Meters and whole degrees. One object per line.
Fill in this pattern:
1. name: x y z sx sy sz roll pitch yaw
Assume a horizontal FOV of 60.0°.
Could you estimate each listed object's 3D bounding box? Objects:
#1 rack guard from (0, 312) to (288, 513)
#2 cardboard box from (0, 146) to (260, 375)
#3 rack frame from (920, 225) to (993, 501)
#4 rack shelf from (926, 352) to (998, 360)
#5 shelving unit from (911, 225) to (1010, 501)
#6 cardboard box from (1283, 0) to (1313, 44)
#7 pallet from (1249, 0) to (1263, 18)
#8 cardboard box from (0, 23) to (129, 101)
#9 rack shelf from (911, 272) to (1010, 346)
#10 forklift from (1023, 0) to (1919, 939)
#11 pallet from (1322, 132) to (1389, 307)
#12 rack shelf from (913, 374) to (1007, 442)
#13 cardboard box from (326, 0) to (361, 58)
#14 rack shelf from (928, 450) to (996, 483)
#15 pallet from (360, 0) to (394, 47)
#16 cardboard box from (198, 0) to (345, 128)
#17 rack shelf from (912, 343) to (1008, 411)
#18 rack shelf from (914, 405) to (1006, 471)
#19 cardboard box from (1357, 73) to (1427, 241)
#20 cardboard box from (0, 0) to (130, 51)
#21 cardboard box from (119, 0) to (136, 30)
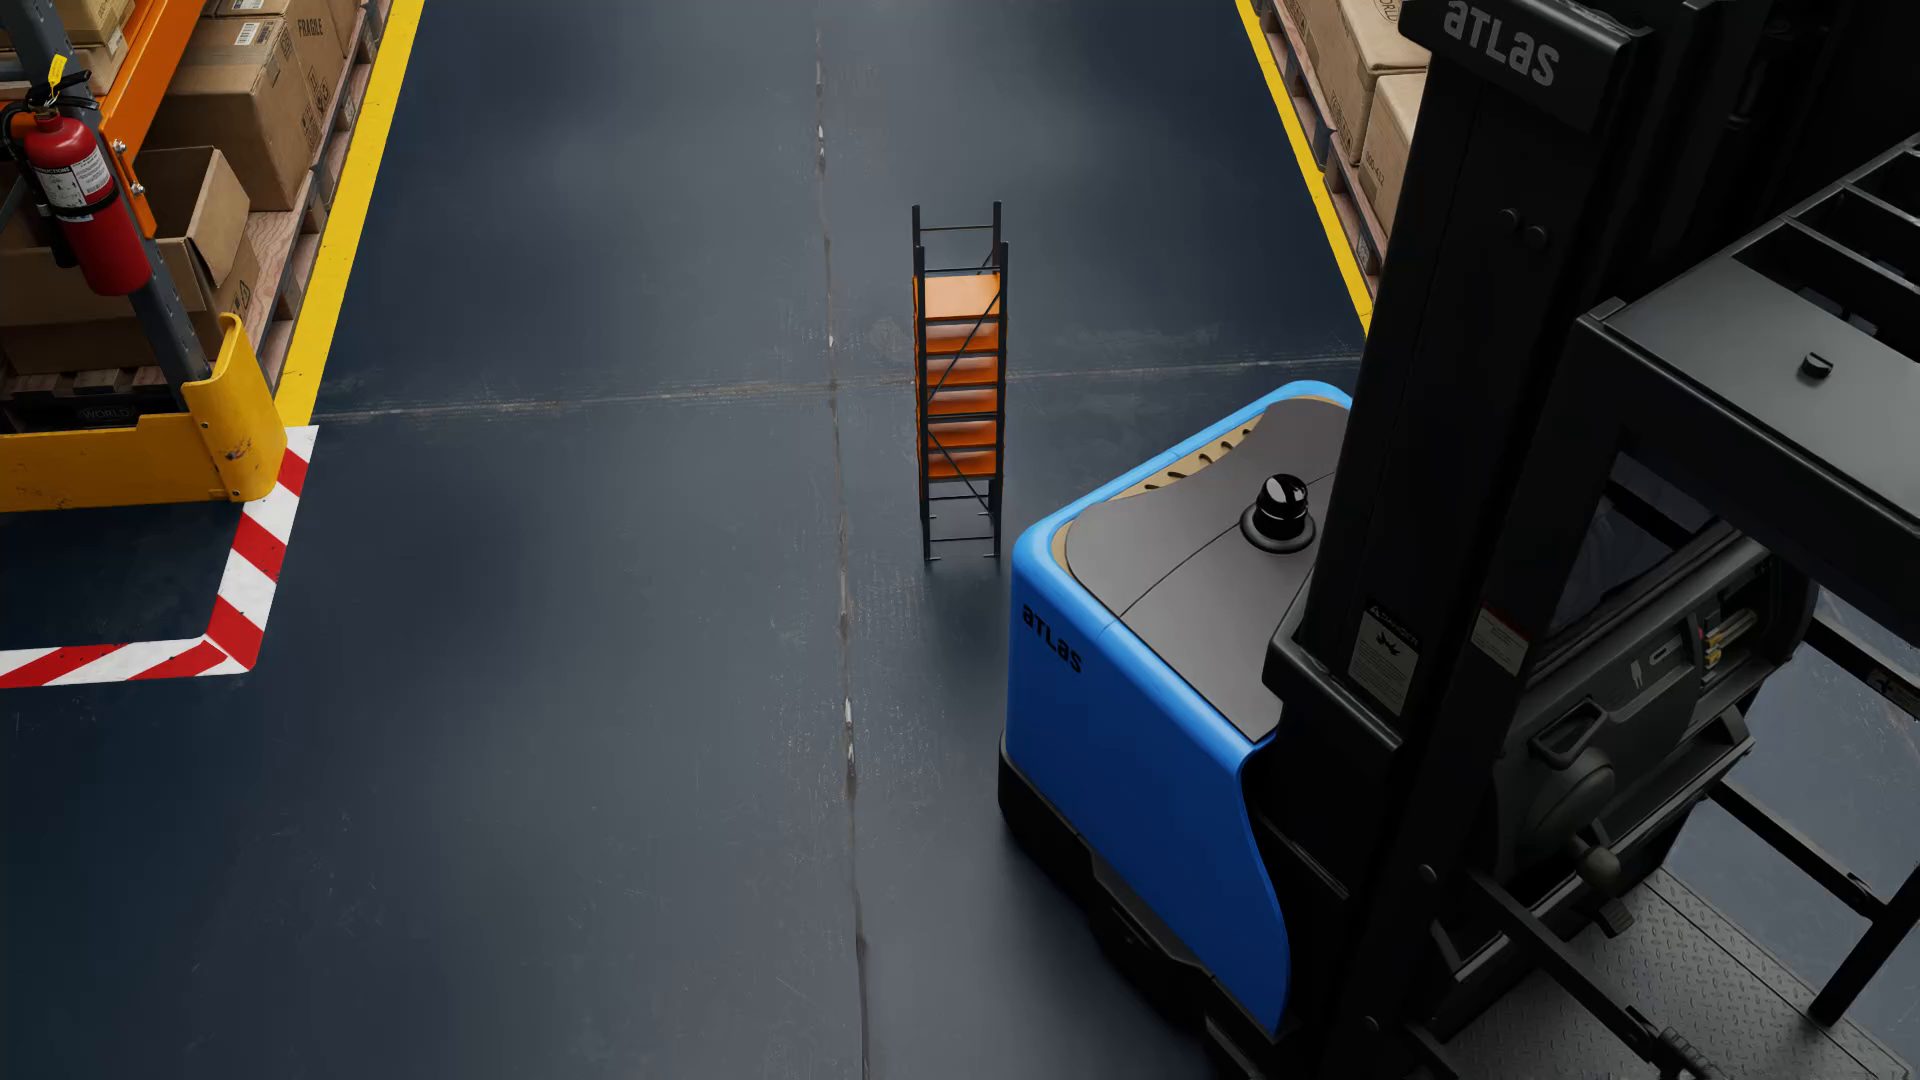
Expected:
1. rack guard: -2.824 -0.389 5.274 1.175 0.500 0.348 -3 47 -3
2. cardboard box: -2.774 -0.928 5.493 0.797 0.503 0.637 -5 47 -5
3. rack frame: -0.010 -0.489 4.887 0.228 1.046 0.002 -3 47 -3
4. rack shelf: -0.001 -0.571 4.668 0.199 0.020 0.166 -3 47 -3
5. shelving unit: -0.001 -0.424 4.825 0.258 1.046 0.183 -3 47 -3
6. cardboard box: 1.815 -2.547 7.072 0.875 0.438 0.875 -5 47 -4
7. pallet: 1.779 -2.879 7.831 1.003 0.211 1.213 -3 47 -3
8. cardboard box: -2.572 -1.362 4.647 0.380 0.149 0.250 -4 47 -4
9. rack shelf: -0.001 -0.640 4.595 0.258 0.103 0.180 -3 47 -3
10. forklift: 15.091 -5.605 4.360 29.450 9.000 10.785 -29 53 -24
11. pallet: 1.984 -1.113 6.159 1.003 0.211 1.213 -3 47 -3
12. rack shelf: -0.001 -0.392 4.857 0.258 0.103 0.180 -3 47 -3
13. cardboard box: -2.894 -2.299 6.794 0.700 0.500 0.500 -5 47 -5
14. rack shelf: -0.001 -0.246 5.011 0.221 0.034 0.171 -3 47 -3
15. pallet: -3.096 -2.632 7.598 1.003 0.211 1.213 -3 47 -3
16. cardboard box: -2.752 -1.936 6.450 0.500 0.500 0.500 -3 47 -3
17. rack shelf: -0.001 -0.475 4.769 0.258 0.103 0.180 -3 47 -3
18. rack shelf: -0.001 -0.310 4.944 0.258 0.103 0.180 -3 47 -3
19. cardboard box: 1.974 -1.233 5.827 0.875 0.438 0.875 -5 47 -5
20. cardboard box: -2.587 -1.589 4.588 0.500 0.250 0.500 -3 47 -3
21. cardboard box: -2.639 -1.543 4.819 0.380 0.149 0.250 -2 47 -2
